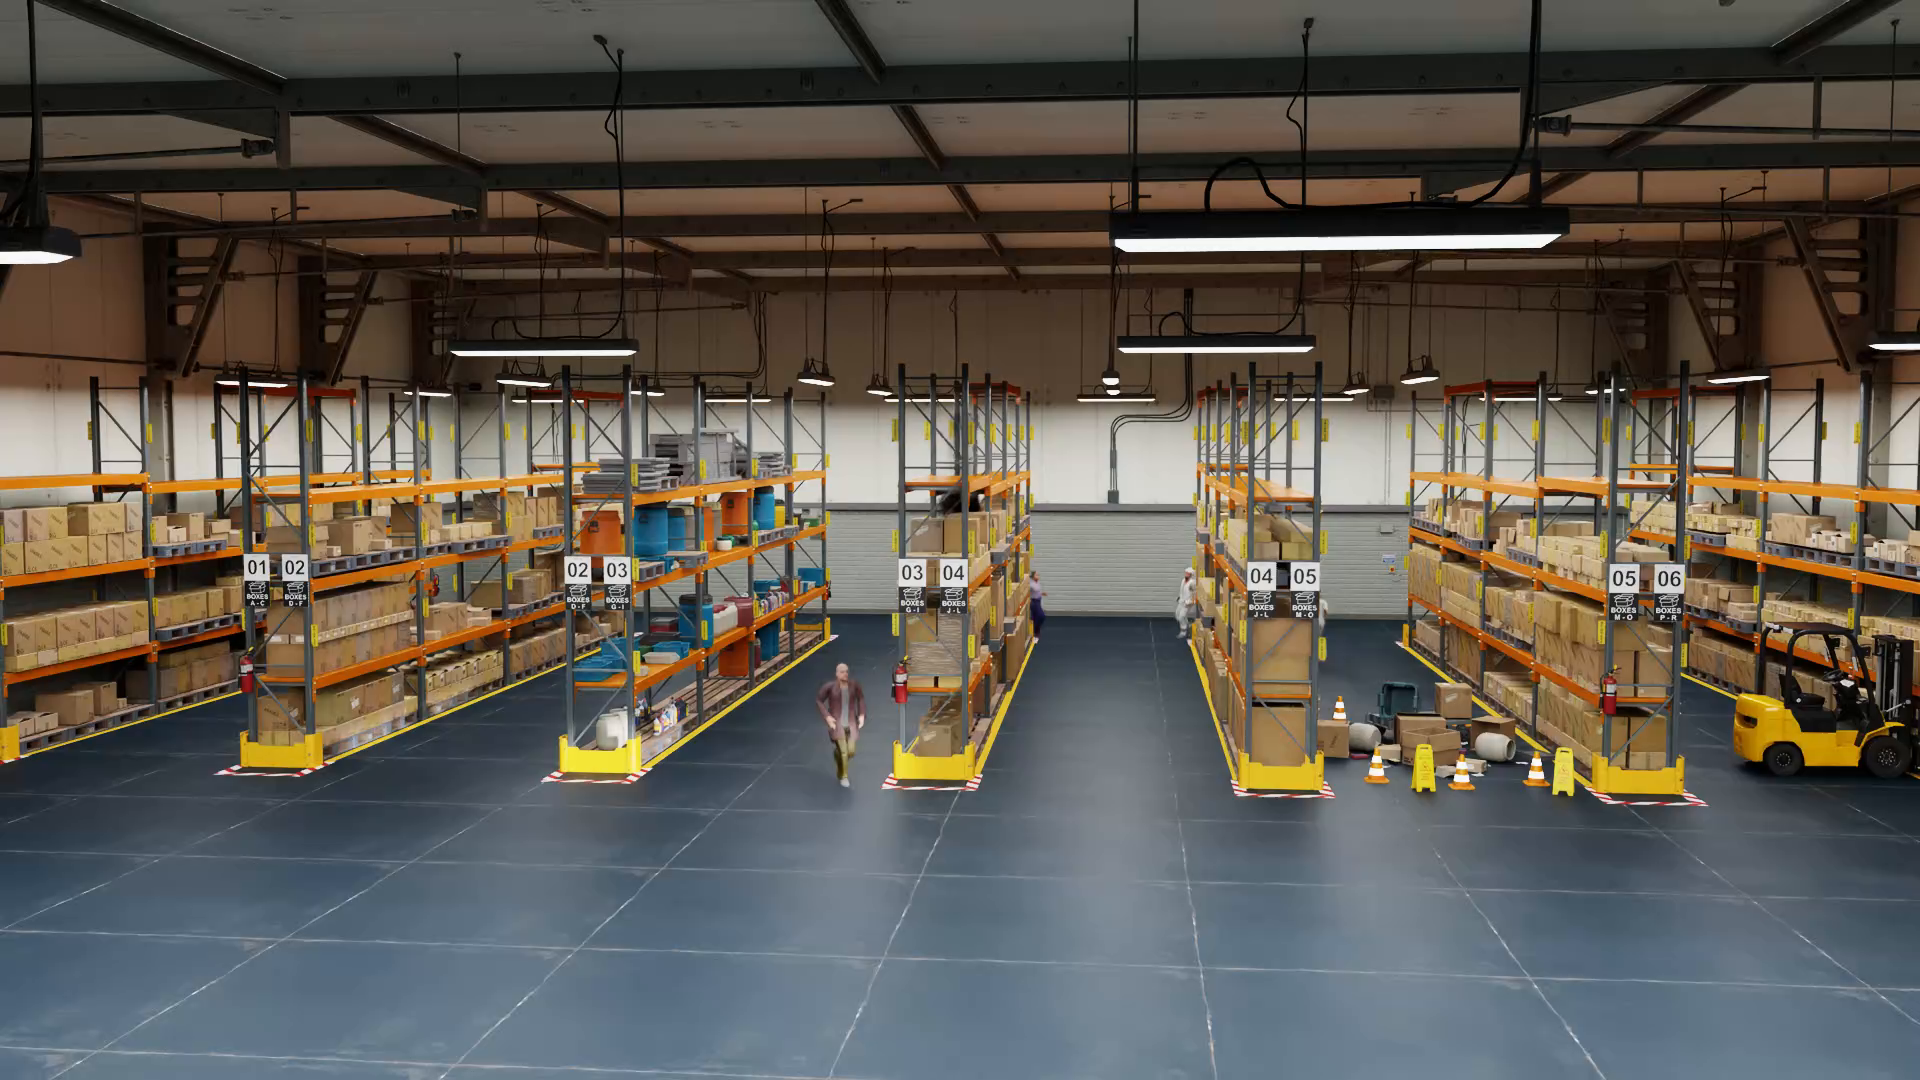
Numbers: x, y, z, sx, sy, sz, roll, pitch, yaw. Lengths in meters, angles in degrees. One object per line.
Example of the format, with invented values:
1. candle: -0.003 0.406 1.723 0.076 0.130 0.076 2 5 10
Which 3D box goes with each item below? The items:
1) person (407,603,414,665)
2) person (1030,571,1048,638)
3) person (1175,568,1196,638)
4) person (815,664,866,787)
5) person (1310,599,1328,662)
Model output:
1. person: -11.129 2.054 33.590 0.507 1.590 0.667 1 4 10
2. person: 1.831 1.597 40.789 0.637 1.689 0.648 2 4 24
3. person: 5.521 1.540 40.543 0.429 1.735 0.703 -2 4 -33
4. person: -1.729 2.629 23.824 0.750 1.752 0.722 -2 4 -25
5. person: 7.780 1.879 36.304 0.549 1.611 0.713 0 4 1
